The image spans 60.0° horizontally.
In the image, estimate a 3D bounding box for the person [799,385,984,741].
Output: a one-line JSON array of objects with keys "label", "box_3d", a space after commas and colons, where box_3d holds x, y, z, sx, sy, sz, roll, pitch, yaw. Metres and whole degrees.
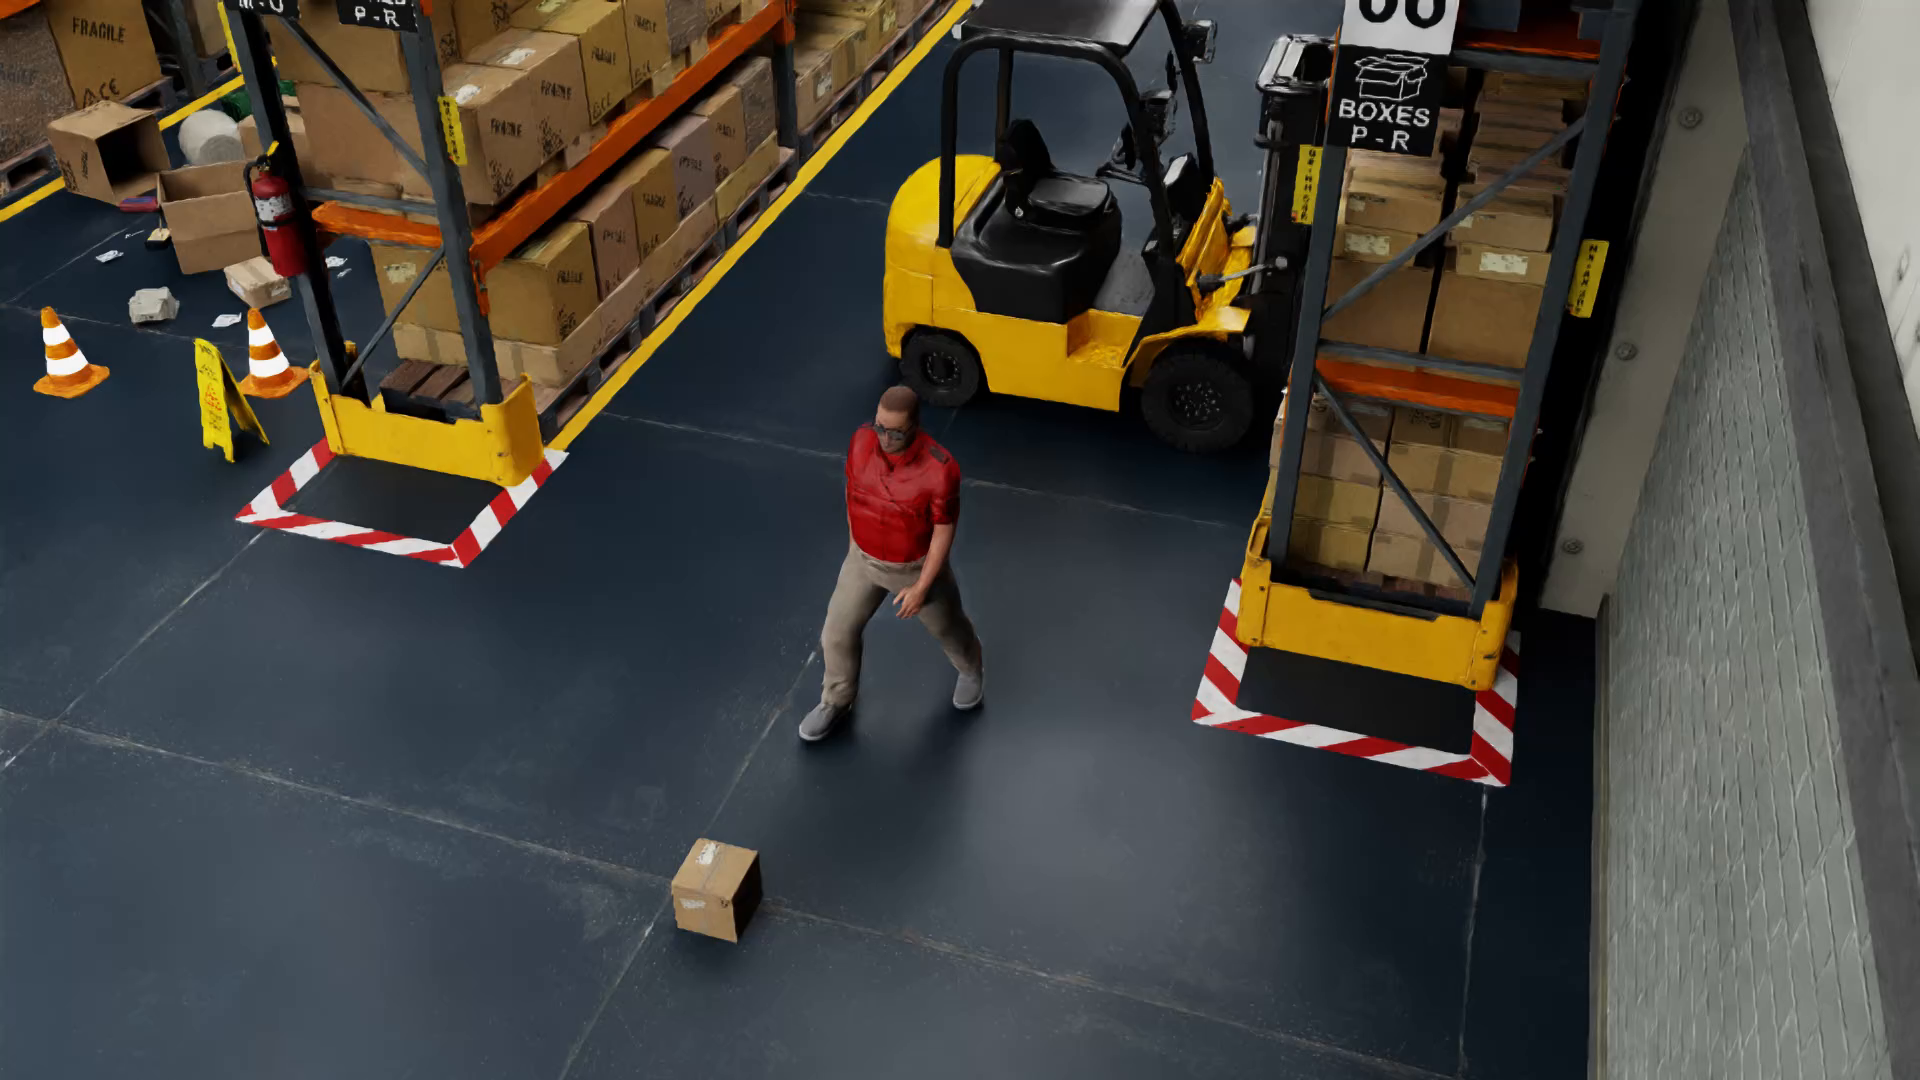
[{"label": "person", "box_3d": [-0.265, 0.067, 6.836, 0.620, 1.683, 0.807, 18, 40, 22]}]
